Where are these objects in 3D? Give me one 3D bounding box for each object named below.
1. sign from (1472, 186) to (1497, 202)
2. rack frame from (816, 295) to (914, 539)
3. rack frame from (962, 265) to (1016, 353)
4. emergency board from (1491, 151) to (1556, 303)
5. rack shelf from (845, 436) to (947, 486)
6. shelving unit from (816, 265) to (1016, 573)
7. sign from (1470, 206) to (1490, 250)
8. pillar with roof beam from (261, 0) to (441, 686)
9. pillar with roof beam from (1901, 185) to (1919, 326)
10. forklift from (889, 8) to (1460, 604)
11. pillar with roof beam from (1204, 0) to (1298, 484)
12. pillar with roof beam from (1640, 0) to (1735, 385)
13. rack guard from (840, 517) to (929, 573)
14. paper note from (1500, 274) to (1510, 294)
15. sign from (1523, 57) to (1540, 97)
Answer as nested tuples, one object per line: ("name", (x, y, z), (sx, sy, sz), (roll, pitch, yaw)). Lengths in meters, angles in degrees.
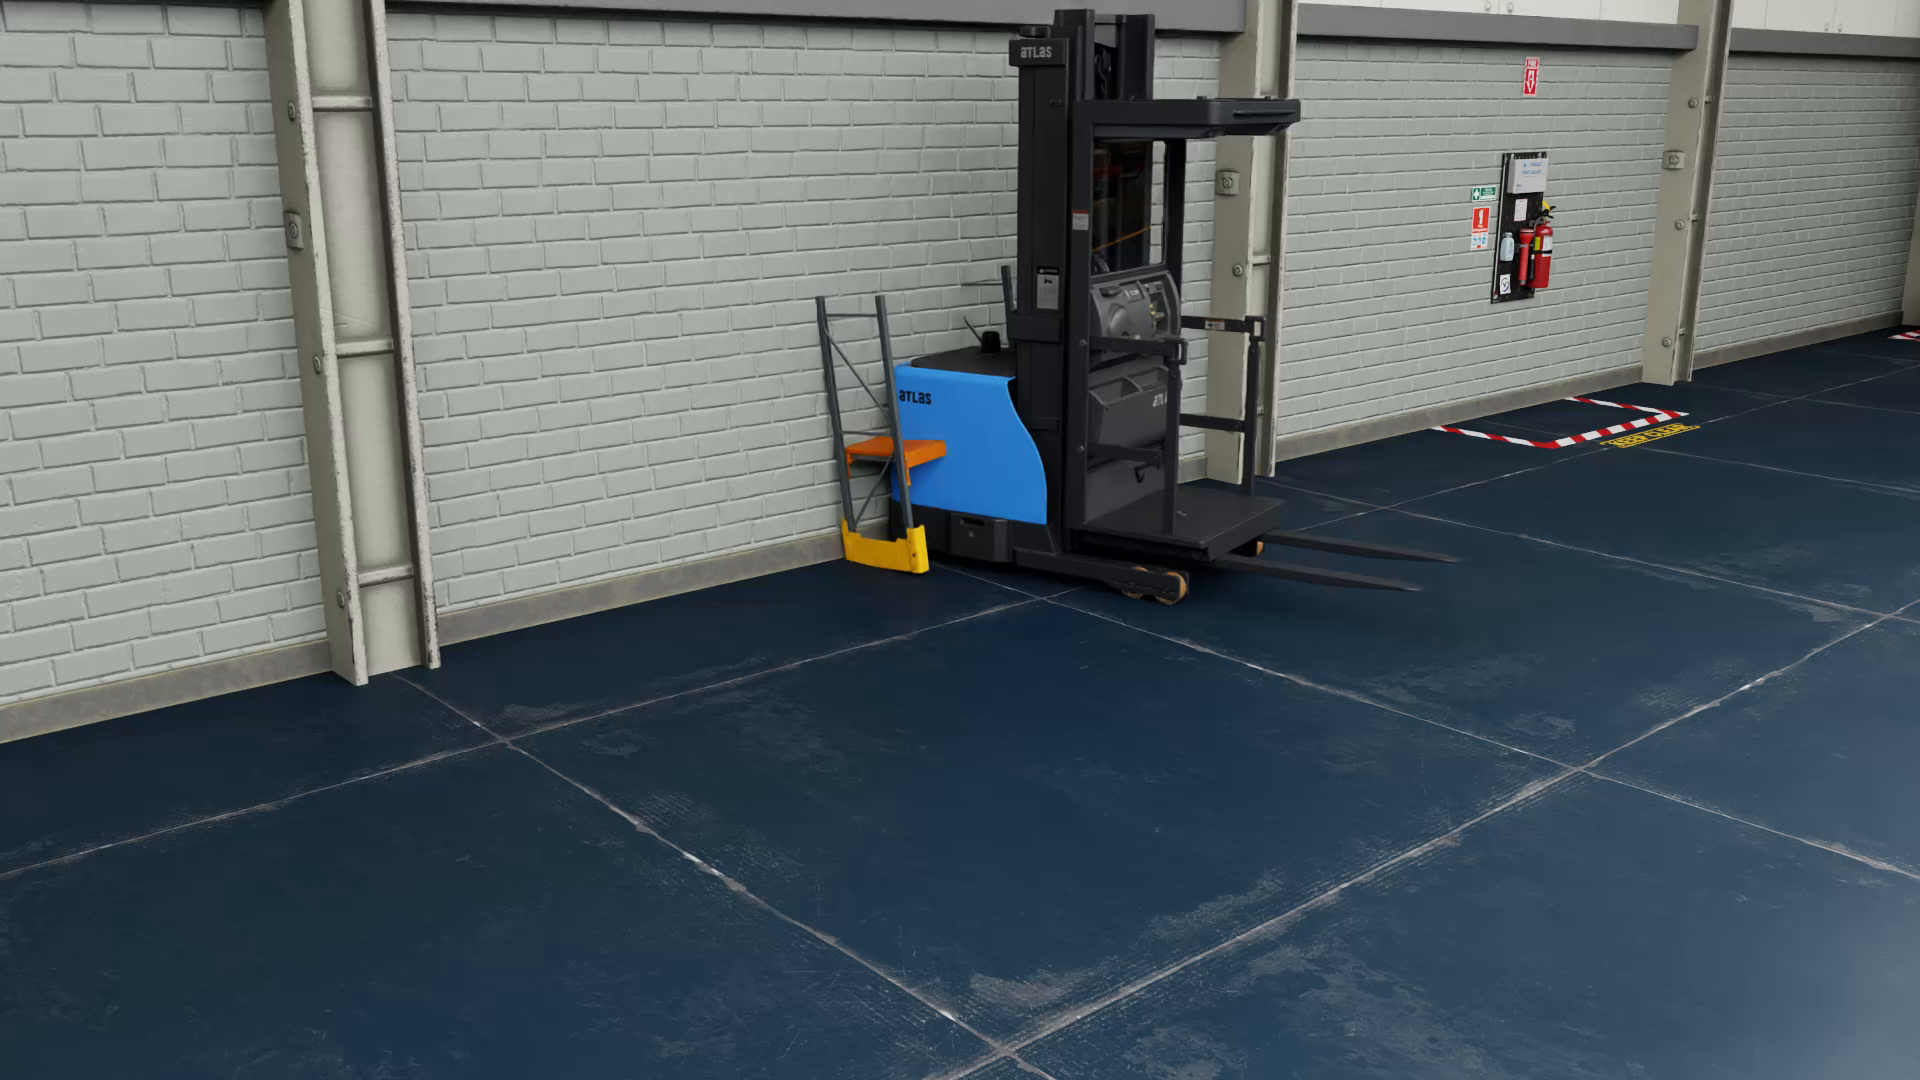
("sign", (4.071, -2.689, 12.909), (0.331, 0.109, 0.001), (-13, 19, -39))
("rack frame", (-0.501, -0.571, 8.977), (0.500, 1.500, 0.032), (7, 20, 42))
("rack frame", (0.171, -0.843, 9.689), (0.500, 1.500, 0.032), (7, 20, 42))
("emergency board", (4.547, -2.490, 13.261), (0.643, 1.169, 0.194), (-13, 19, -39))
("rack shelf", (-0.145, -0.535, 9.380), (0.538, 0.185, 1.000), (7, 20, 42))
("shelving unit", (-0.159, -0.709, 9.339), (0.587, 1.500, 1.083), (7, 20, 42))
("sign", (4.062, -2.434, 12.981), (0.234, 0.329, 0.001), (-13, 19, -39))
("pillar with roof beam", (0.209, -2.929, 3.278), (0.400, 9.000, 9.100), (-13, 19, -39))
("pillar with roof beam", (13.788, -5.978, 14.694), (0.400, 9.000, 9.100), (-13, 19, -39))
("forklift", (1.111, -1.243, 8.723), (3.031, 2.935, 1.130), (9, 18, 32))
("pillar with roof beam", (4.736, -3.945, 7.083), (0.400, 9.000, 9.100), (-13, 19, -39))
("pillar with roof beam", (9.262, -4.962, 10.889), (0.400, 9.000, 9.100), (-13, 19, -39))
("rack guard", (-0.417, 0.024, 9.152), (0.587, 0.250, 0.087), (7, 20, 42))
("paper note", (4.368, -2.048, 13.313), (0.142, 0.148, 0.016), (-13, 19, -39))
("sign", (4.475, -3.628, 13.029), (0.199, 0.298, 0.001), (-13, 19, -39))
